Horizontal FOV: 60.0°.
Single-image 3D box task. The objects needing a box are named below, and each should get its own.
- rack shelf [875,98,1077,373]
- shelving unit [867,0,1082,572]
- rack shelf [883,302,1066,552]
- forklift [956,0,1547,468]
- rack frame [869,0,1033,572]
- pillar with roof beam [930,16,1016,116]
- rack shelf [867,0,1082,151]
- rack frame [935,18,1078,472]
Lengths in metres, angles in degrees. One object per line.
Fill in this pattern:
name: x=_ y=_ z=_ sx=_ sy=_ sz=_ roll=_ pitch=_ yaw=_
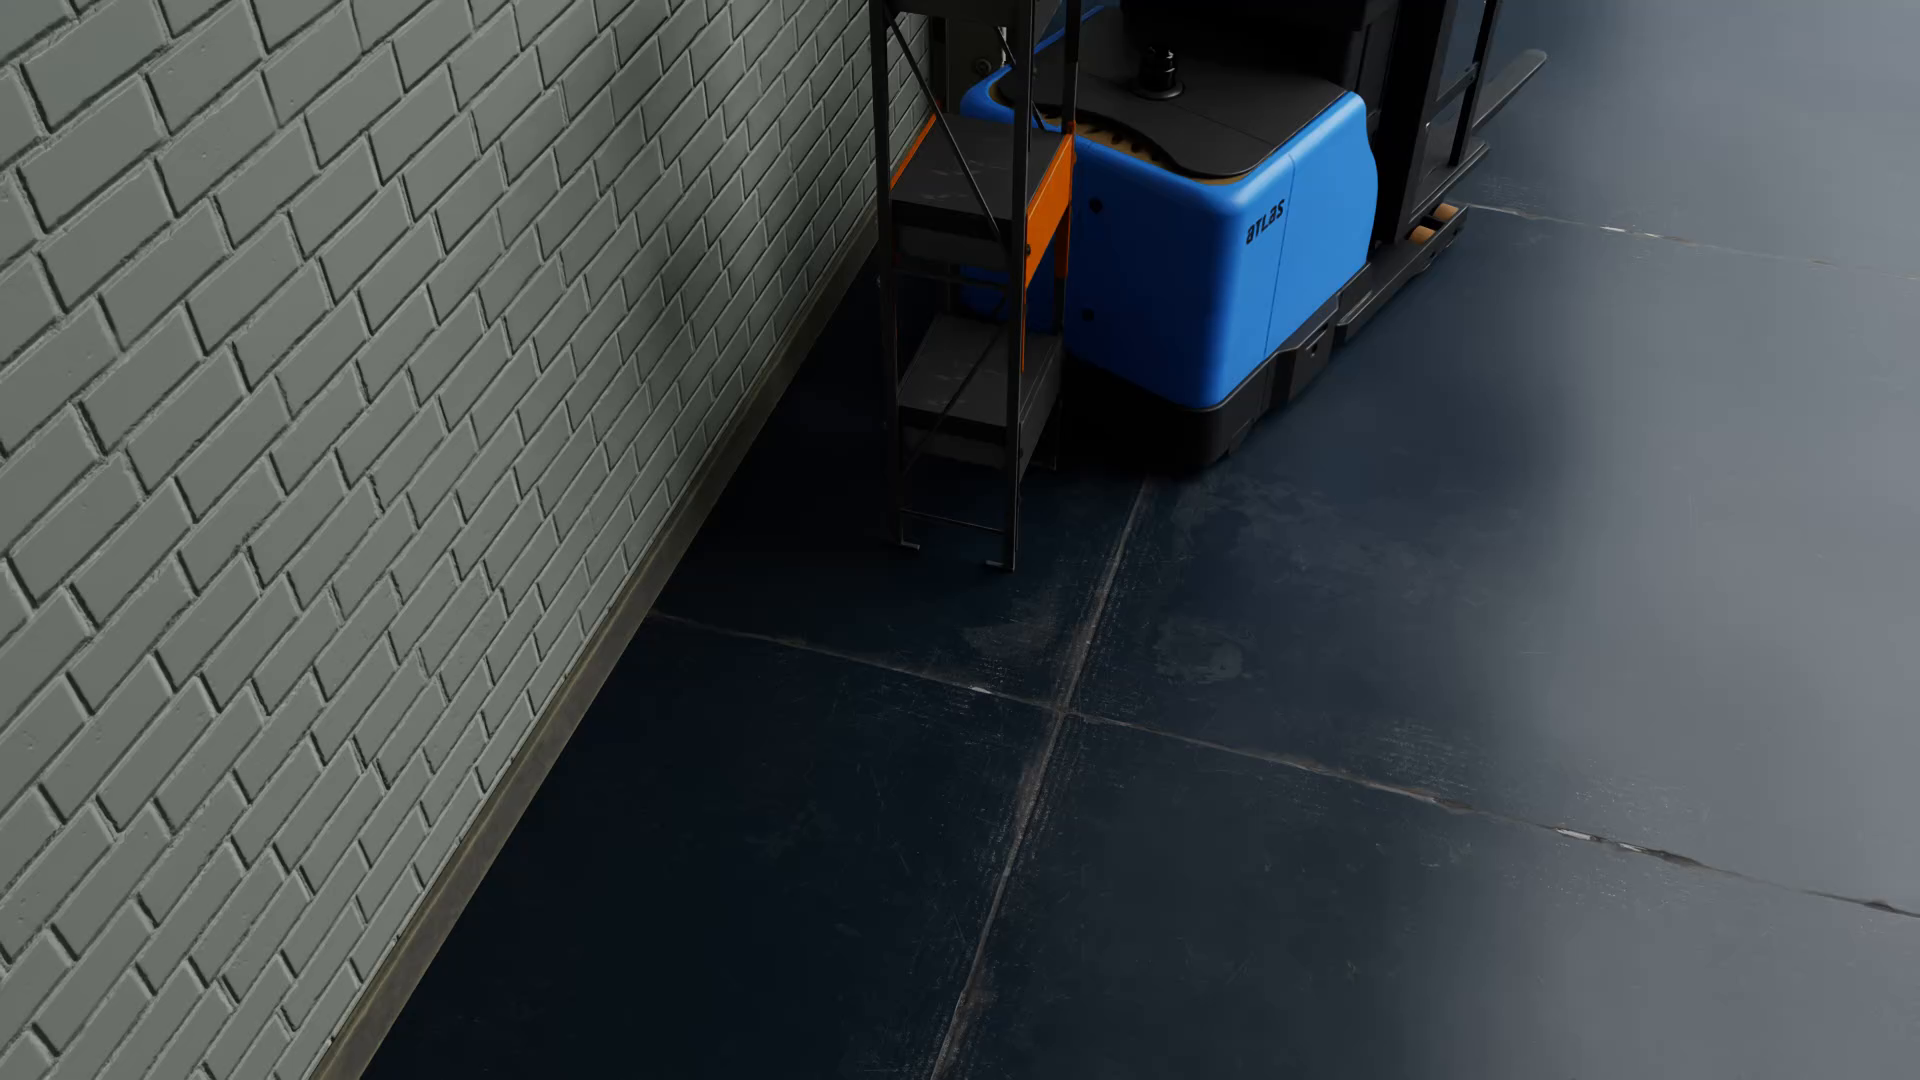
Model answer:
rack shelf: x=0.050 y=-0.851 z=4.638 sx=0.431 sy=0.518 sz=0.480 roll=13 pitch=46 yaw=12
shelving unit: x=0.050 y=-0.861 z=4.628 sx=0.431 sy=2.100 sz=0.503 roll=13 pitch=46 yaw=12
rack shelf: x=0.050 y=-0.351 z=5.127 sx=0.431 sy=0.518 sz=0.480 roll=13 pitch=46 yaw=12
forklift: x=1.288 y=-2.257 z=5.461 sx=1.130 sy=2.935 sz=3.031 roll=29 pitch=51 yaw=26
rack frame: x=-0.024 y=-0.698 z=4.462 sx=0.400 sy=2.100 sz=0.015 roll=13 pitch=46 yaw=12
pillar with roof beam: x=4.182 y=-4.069 z=2.974 sx=9.100 sy=9.000 sz=0.400 roll=13 pitch=46 yaw=13
rack shelf: x=0.050 y=-1.351 z=4.148 sx=0.431 sy=0.518 sz=0.480 roll=13 pitch=46 yaw=12
rack frame: x=0.124 y=-1.023 z=4.795 sx=0.400 sy=2.100 sz=0.015 roll=13 pitch=46 yaw=12
